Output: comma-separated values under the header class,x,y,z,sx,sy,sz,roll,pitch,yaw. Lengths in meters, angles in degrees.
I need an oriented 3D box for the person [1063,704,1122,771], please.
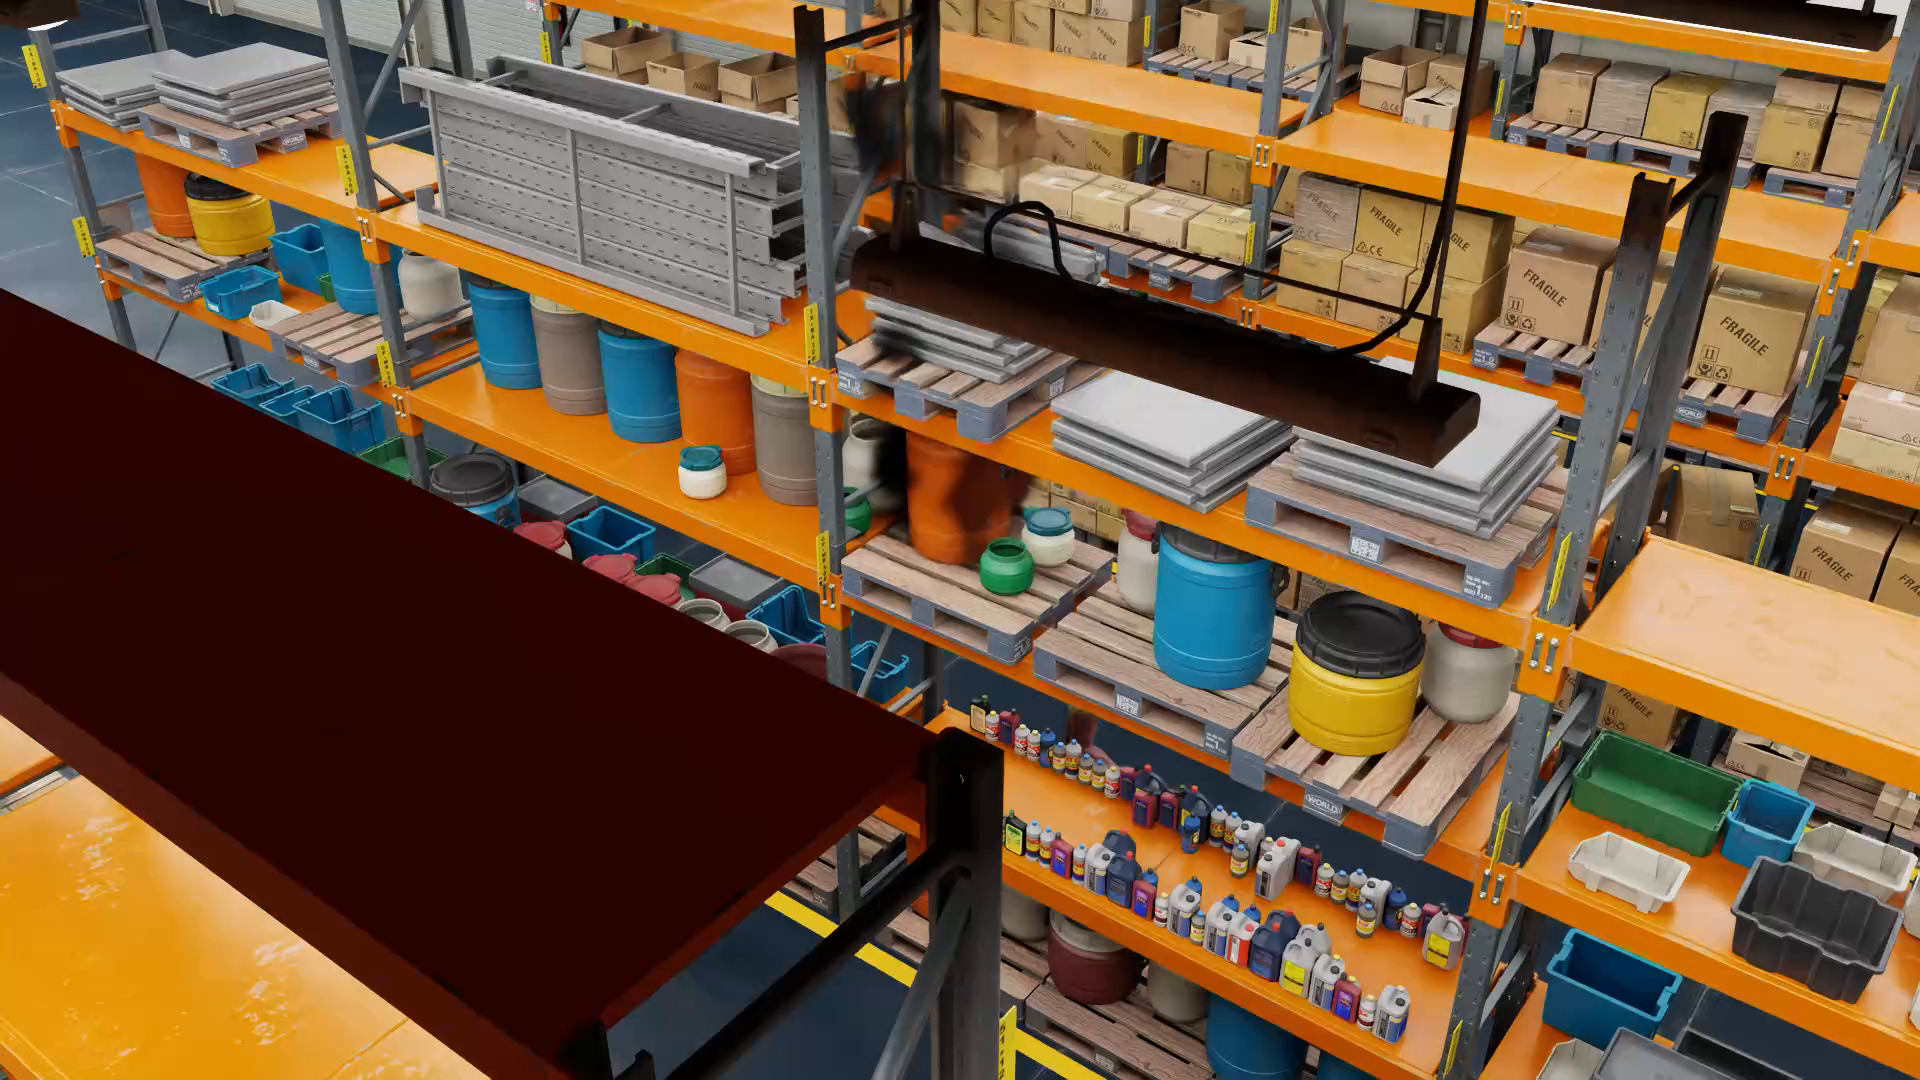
class,x,y,z,sx,sy,sz,roll,pitch,yaw
person,0.955,1.194,11.768,0.894,1.650,0.579,24,39,33
